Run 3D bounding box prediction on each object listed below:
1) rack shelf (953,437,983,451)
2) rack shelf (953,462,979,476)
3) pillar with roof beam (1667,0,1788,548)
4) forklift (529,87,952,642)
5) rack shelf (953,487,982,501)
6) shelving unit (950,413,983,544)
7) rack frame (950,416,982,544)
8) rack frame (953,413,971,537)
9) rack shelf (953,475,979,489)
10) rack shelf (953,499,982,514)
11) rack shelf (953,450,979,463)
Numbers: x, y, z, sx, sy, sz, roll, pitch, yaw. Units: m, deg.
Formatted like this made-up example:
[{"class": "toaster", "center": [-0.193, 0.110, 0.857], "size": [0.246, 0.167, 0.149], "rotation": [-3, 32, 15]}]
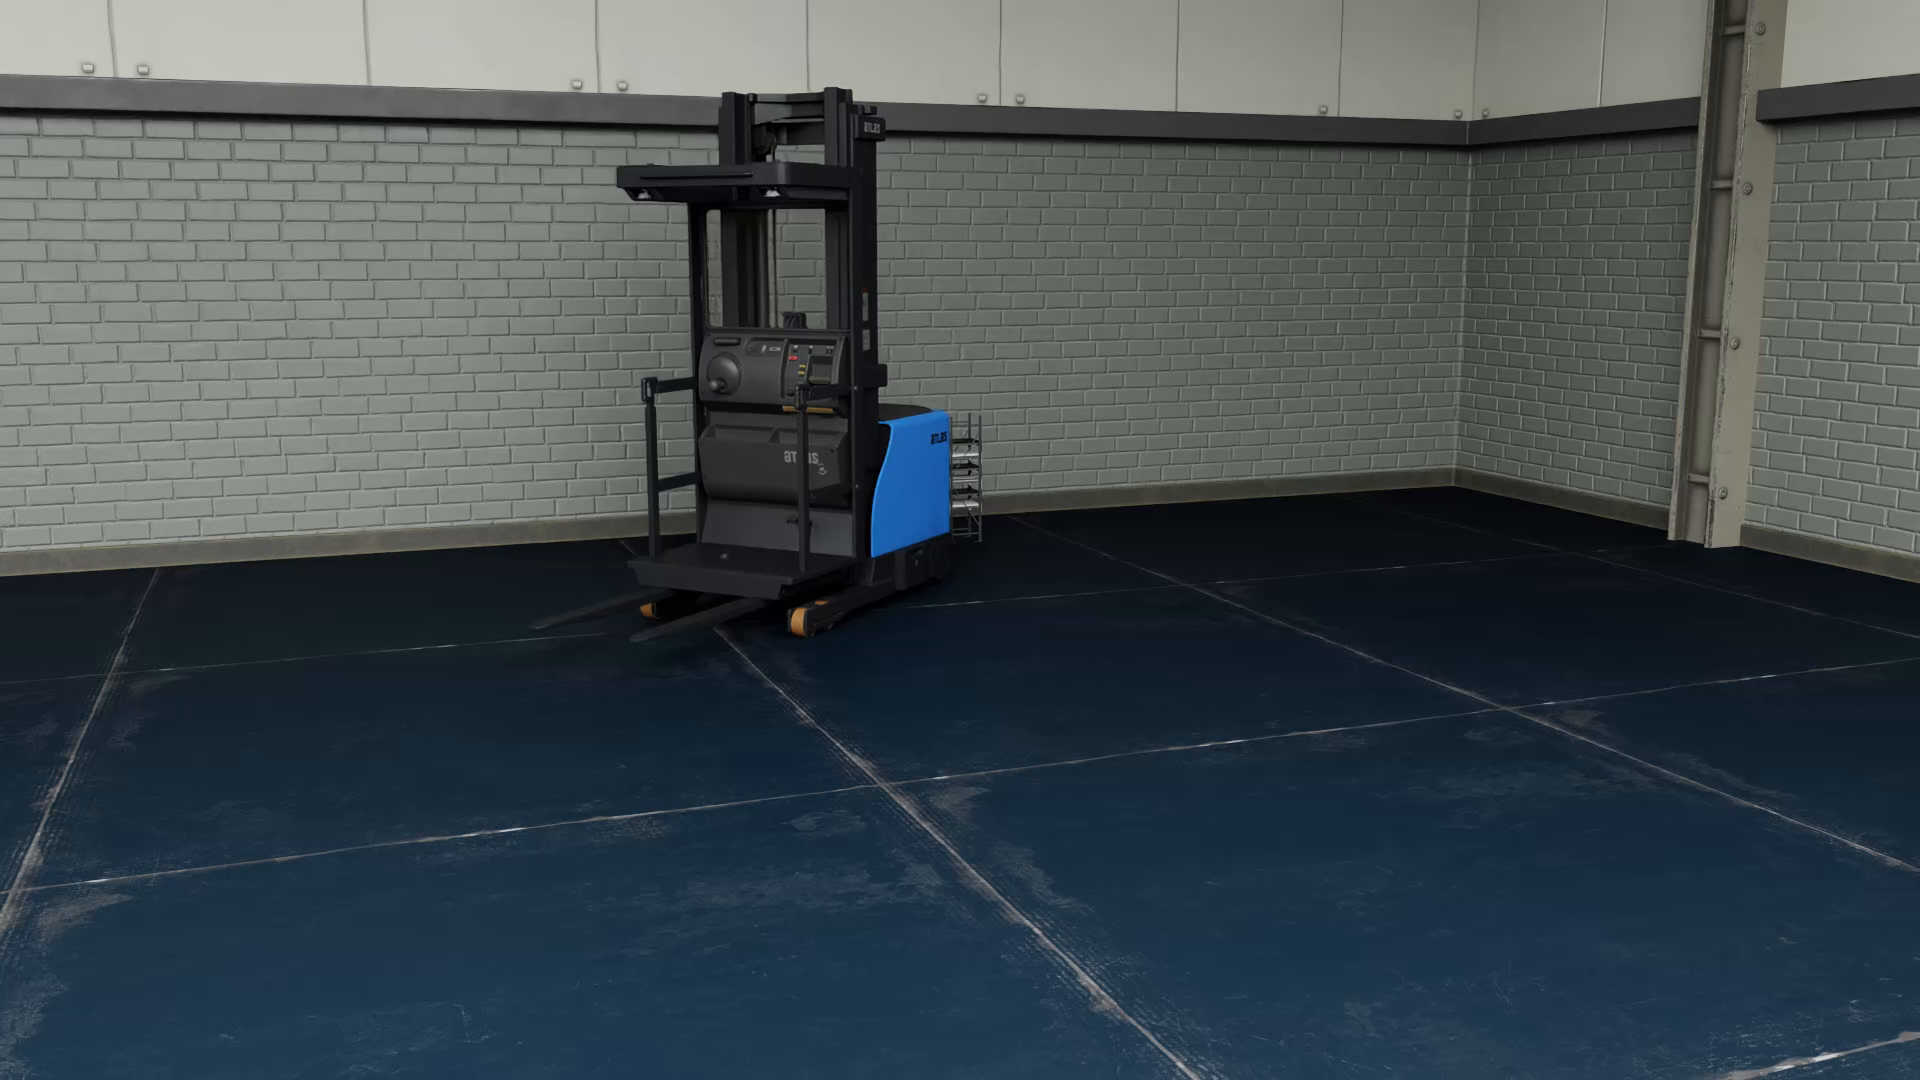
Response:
[{"class": "rack shelf", "center": [0.003, -0.675, 11.792], "size": [0.258, 0.077, 0.200], "rotation": [-4, 11, -21]}, {"class": "rack shelf", "center": [0.003, -0.498, 11.824], "size": [0.258, 0.077, 0.200], "rotation": [-4, 11, -21]}, {"class": "pillar with roof beam", "center": [1.287, -4.142, 9.512], "size": [9.100, 9.000, 0.400], "rotation": [-4, 11, -21]}, {"class": "forklift", "center": [-1.159, -1.004, 9.197], "size": [1.130, 2.935, 3.031], "rotation": [5, 11, 26]}, {"class": "rack shelf", "center": [0.003, -0.320, 11.855], "size": [0.258, 0.077, 0.200], "rotation": [-4, 11, -21]}, {"class": "shelving unit", "center": [0.003, -0.442, 11.834], "size": [0.258, 0.900, 0.210], "rotation": [-4, 11, -21]}, {"class": "rack frame", "center": [0.040, -0.425, 11.741], "size": [0.240, 0.900, 0.006], "rotation": [-4, 11, -21]}, {"class": "rack frame", "center": [-0.034, -0.458, 11.927], "size": [0.240, 0.900, 0.006], "rotation": [-4, 11, -21]}, {"class": "rack shelf", "center": [0.003, -0.409, 11.840], "size": [0.258, 0.077, 0.200], "rotation": [-4, 11, -21]}, {"class": "rack shelf", "center": [0.003, -0.232, 11.871], "size": [0.258, 0.077, 0.200], "rotation": [-4, 11, -21]}, {"class": "rack shelf", "center": [0.003, -0.586, 11.808], "size": [0.258, 0.077, 0.200], "rotation": [-4, 11, -21]}]
